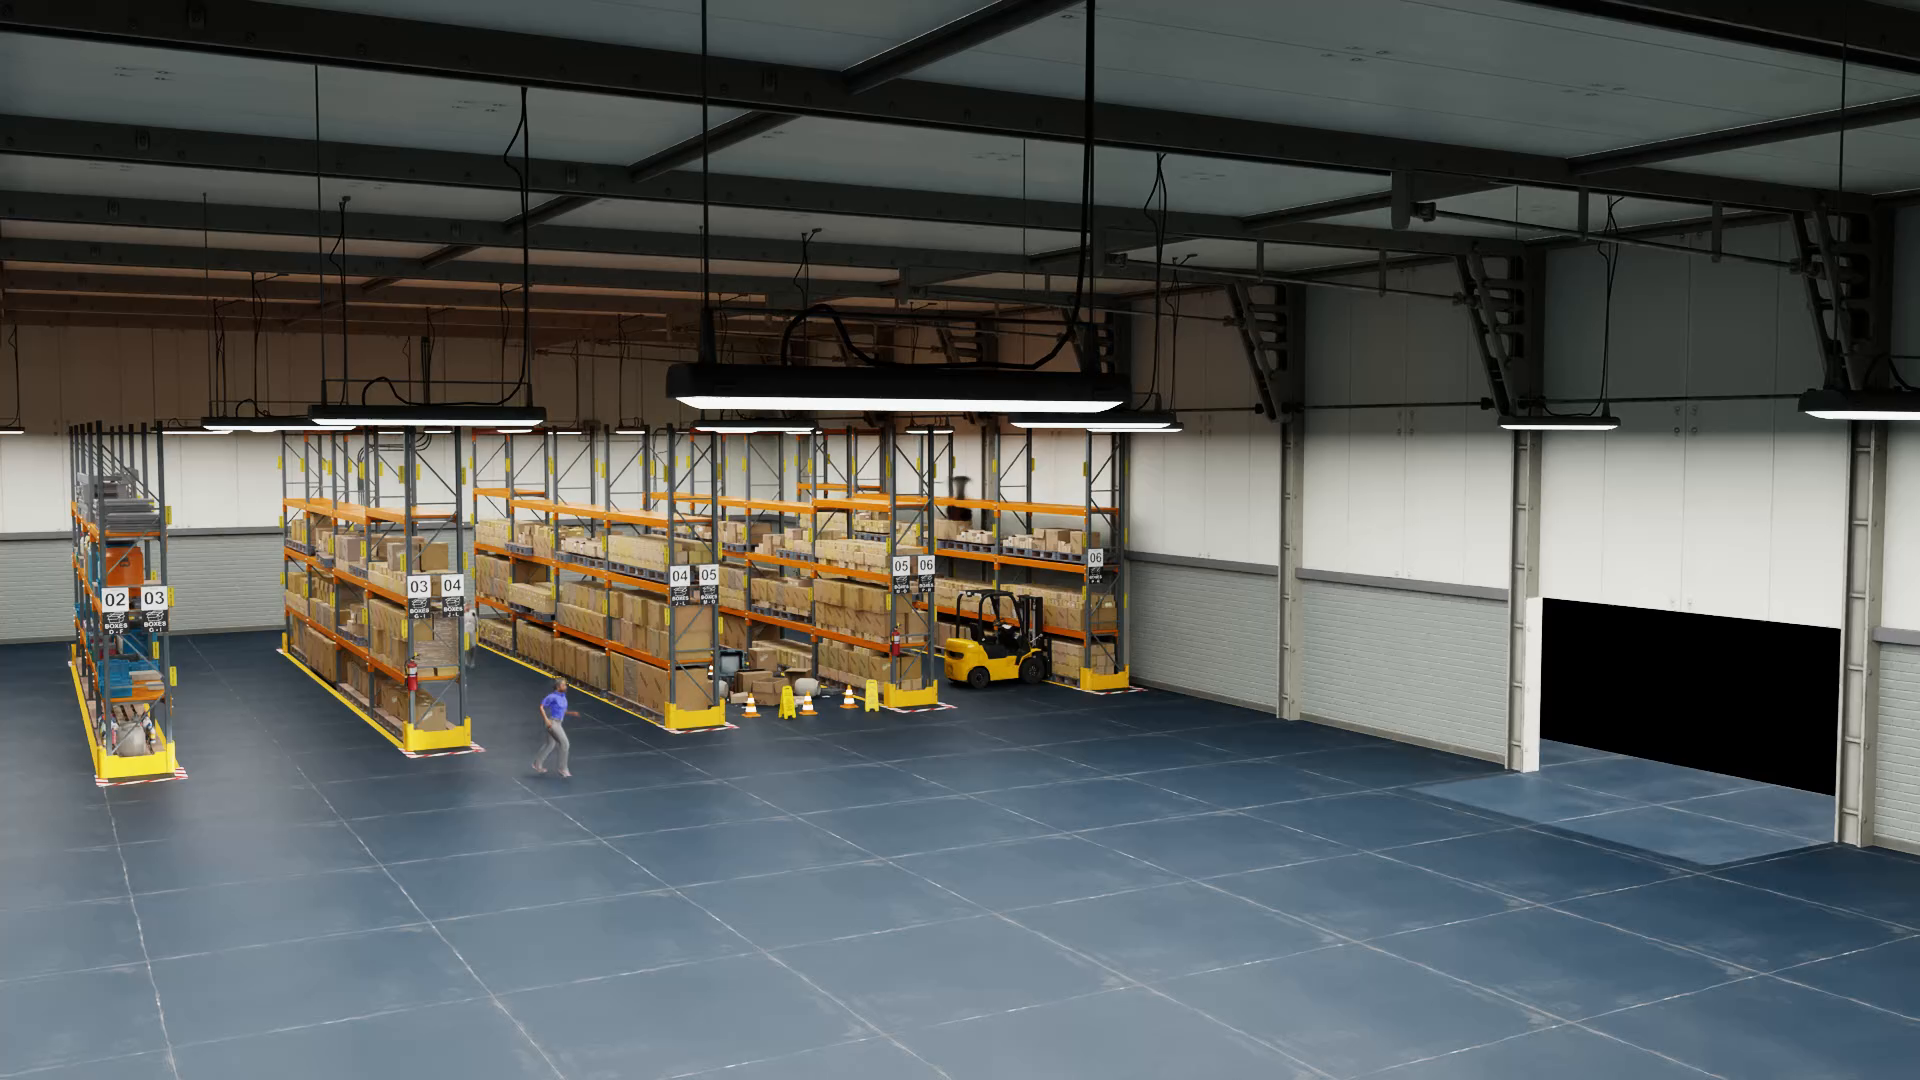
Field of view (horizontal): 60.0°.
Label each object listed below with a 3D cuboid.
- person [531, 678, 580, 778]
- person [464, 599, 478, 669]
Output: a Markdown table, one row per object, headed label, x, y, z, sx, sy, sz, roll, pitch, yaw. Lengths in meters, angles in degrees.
| label | x | y | z | sx | sy | sz | roll | pitch | yaw |
| --- | --- | --- | --- | --- | --- | --- | --- | --- | --- |
| person | -6.836 | 3.183 | 28.061 | 0.846 | 1.709 | 0.506 | 0 | 4 | 2 |
| person | -12.236 | 2.329 | 41.354 | 0.549 | 1.738 | 0.813 | -2 | 4 | -25 |
